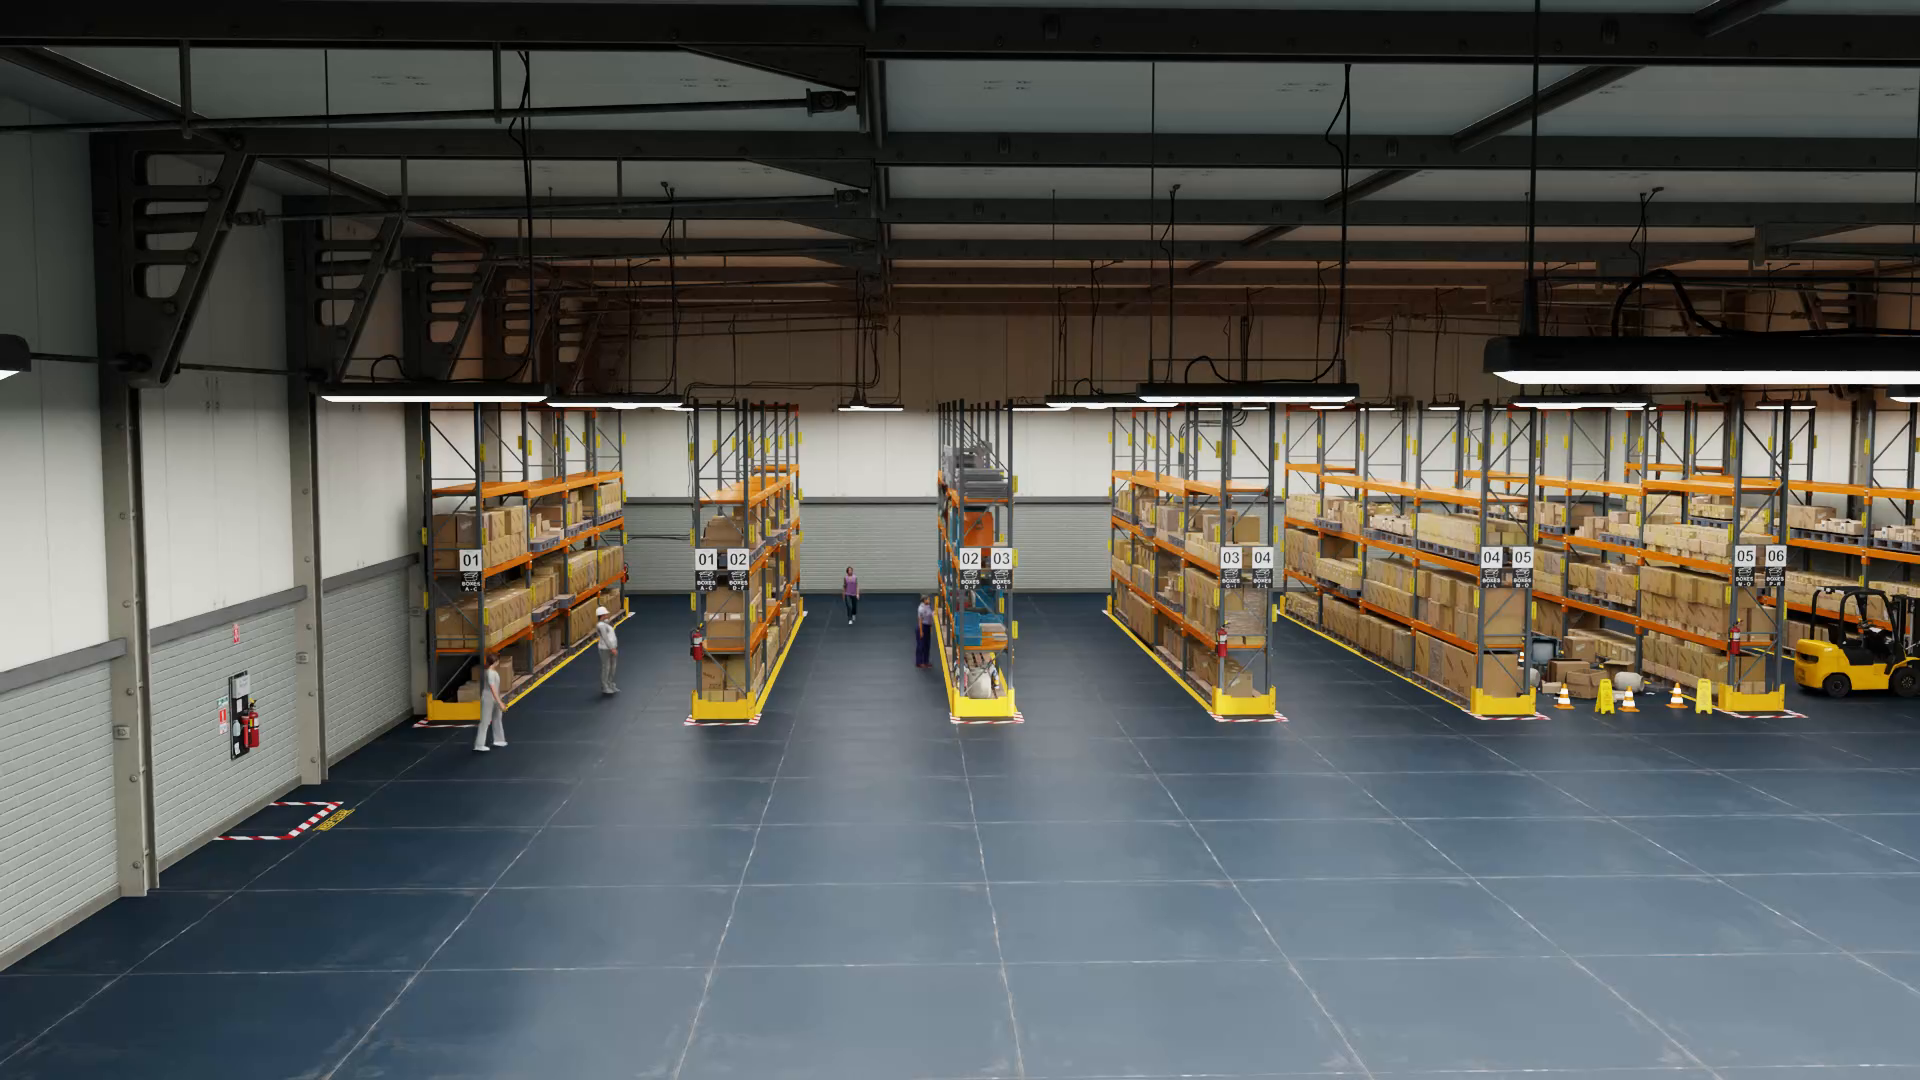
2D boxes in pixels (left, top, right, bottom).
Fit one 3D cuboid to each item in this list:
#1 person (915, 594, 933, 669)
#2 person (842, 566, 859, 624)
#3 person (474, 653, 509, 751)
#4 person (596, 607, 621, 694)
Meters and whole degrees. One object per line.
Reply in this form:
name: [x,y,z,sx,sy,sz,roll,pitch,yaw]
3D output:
person: [-0.800,2.033,37.225,0.395,1.666,0.495,1,5,17]
person: [-2.980,1.492,45.272,0.451,1.558,0.703,-1,4,-8]
person: [-8.013,2.769,28.431,0.547,1.709,0.625,-1,4,-7]
person: [-7.203,2.263,34.116,0.574,1.798,0.609,1,4,13]
